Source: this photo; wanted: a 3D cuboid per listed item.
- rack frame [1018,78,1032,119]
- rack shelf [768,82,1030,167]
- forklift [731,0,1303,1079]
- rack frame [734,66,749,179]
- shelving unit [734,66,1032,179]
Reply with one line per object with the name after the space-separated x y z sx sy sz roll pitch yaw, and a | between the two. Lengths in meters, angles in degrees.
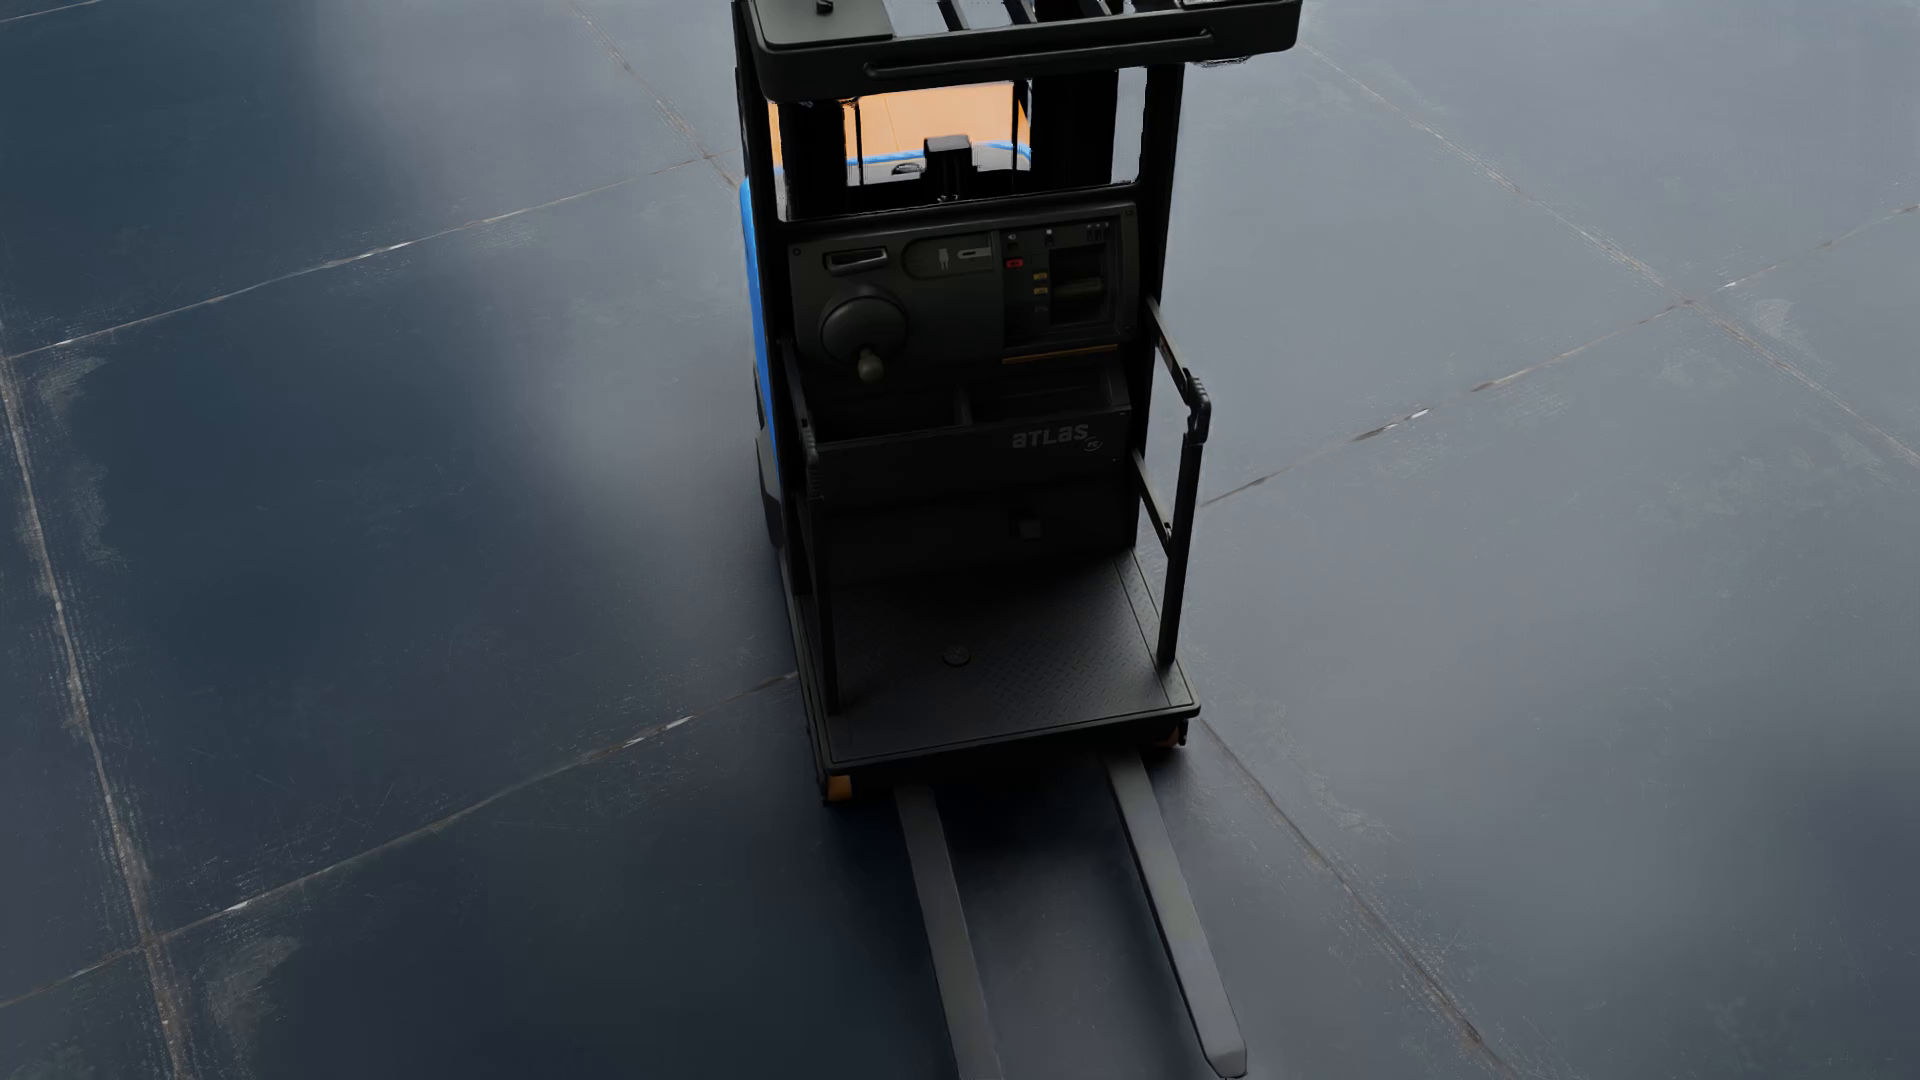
0.264 -1.206 6.181 0.032 1.125 0.500 -7 44 -7 | rack frame
-0.238 -1.360 5.920 1.000 0.278 0.538 -7 44 -7 | rack shelf
0.065 -0.563 4.226 1.130 2.935 3.031 -8 45 -8 | forklift
-0.739 -1.091 6.063 0.032 1.125 0.500 -7 44 -7 | rack frame
-0.237 -1.148 6.122 1.048 1.125 0.538 -7 44 -7 | shelving unit
